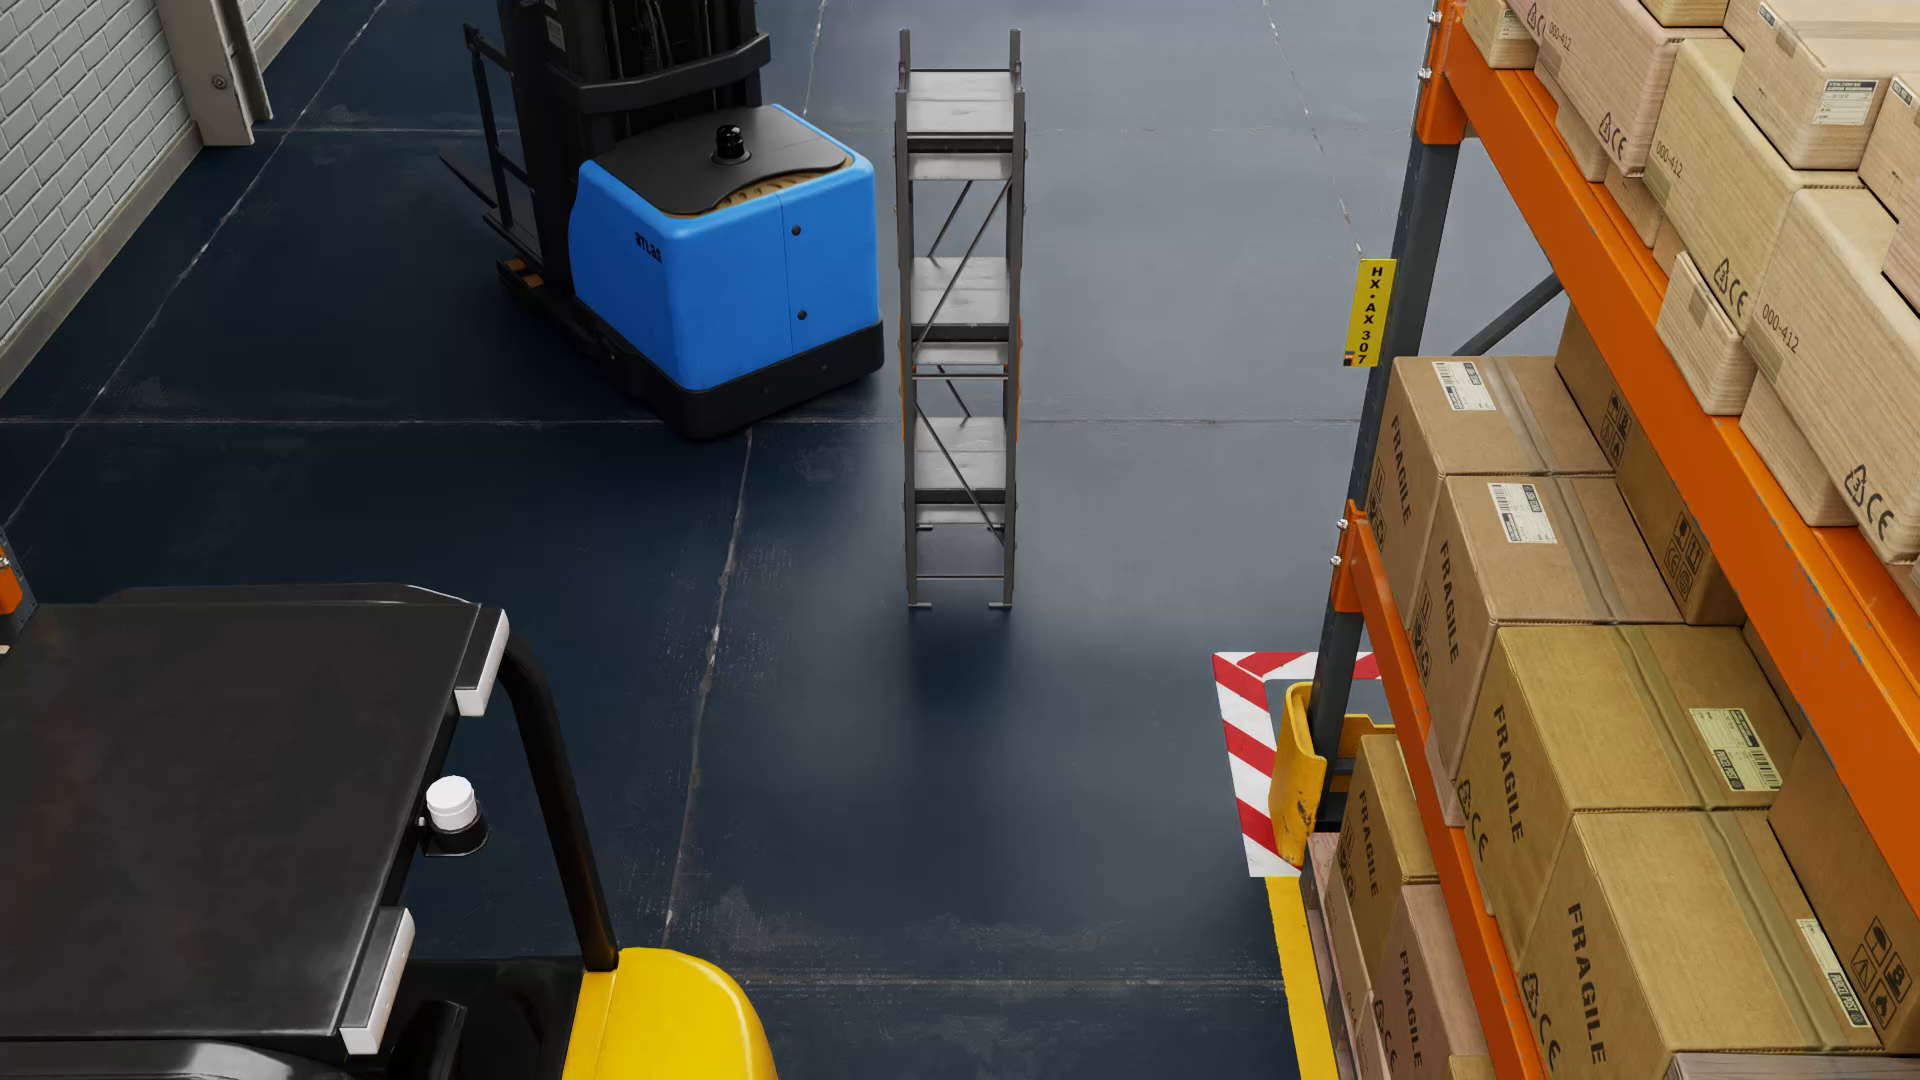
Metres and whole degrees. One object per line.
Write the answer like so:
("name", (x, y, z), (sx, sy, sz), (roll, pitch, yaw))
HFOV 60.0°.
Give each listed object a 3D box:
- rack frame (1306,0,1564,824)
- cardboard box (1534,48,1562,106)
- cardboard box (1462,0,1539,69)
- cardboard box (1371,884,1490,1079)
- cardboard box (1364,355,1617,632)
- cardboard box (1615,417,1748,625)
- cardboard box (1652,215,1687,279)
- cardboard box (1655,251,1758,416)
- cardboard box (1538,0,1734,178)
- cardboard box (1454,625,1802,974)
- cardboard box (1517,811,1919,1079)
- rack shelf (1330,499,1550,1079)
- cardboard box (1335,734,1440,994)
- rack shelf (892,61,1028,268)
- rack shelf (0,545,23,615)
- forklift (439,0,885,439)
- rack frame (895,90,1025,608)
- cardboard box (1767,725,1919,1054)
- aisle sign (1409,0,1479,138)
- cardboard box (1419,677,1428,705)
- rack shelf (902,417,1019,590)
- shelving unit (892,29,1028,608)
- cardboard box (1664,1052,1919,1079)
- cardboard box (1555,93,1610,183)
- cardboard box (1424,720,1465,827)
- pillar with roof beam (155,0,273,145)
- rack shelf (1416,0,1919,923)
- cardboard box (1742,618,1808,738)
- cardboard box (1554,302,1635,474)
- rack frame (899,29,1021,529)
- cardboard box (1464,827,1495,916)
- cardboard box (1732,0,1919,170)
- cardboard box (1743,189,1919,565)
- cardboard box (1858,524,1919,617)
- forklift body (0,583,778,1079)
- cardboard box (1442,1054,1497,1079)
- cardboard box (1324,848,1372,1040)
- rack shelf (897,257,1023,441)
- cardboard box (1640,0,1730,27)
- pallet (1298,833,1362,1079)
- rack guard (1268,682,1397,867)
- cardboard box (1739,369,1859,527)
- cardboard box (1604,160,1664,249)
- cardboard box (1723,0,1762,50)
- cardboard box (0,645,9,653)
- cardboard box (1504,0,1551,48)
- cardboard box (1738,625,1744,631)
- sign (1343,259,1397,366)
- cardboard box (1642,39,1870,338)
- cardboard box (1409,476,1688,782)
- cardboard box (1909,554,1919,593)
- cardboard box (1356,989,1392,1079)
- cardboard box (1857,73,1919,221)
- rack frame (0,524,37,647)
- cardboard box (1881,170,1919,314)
("rack frame", (1.630, -0.261, 4.677), (1.000, 3.000, 0.127), (0, 39, 0))
("cardboard box", (1.395, -0.962, 3.354), (0.380, 0.149, 0.250), (-1, 39, -1))
("cardboard box", (1.306, -1.126, 3.559), (0.380, 0.149, 0.250), (0, 39, 0))
("cardboard box", (1.360, 1.202, 4.115), (0.500, 0.500, 0.500), (-1, 39, -2))
("cardboard box", (1.353, -0.120, 4.183), (0.500, 0.500, 0.500), (-1, 39, -1))
("cardboard box", (1.842, -0.171, 3.447), (0.700, 0.500, 0.500), (0, 39, 0))
("cardboard box", (1.391, -0.475, 2.747), (0.380, 0.149, 0.250), (-1, 39, -1))
("cardboard box", (1.311, -0.318, 2.551), (0.380, 0.149, 0.250), (0, 39, 0))
("cardboard box", (1.355, -0.860, 2.908), (0.500, 0.250, 0.500), (-1, 39, -1))
("cardboard box", (1.359, 0.523, 3.381), (0.500, 0.500, 0.500), (-1, 39, -1))
("cardboard box", (1.367, 0.841, 2.985), (0.500, 0.500, 0.500), (-1, 39, -1))
("rack shelf", (1.632, 1.270, 3.342), (1.077, 0.370, 4.000), (0, 39, 0))
("cardboard box", (1.355, 0.875, 4.523), (0.500, 0.500, 0.500), (-1, 39, -2))
("rack shelf", (0.000, -1.251, 5.535), (0.431, 0.518, 0.480), (0, 39, 0))
("rack shelf", (-3.331, 1.276, 3.334), (1.077, 0.370, 4.000), (0, 39, 0))
("forklift", (-1.642, -2.449, 7.462), (1.130, 2.935, 3.031), (-26, 45, -28))
("rack frame", (0.000, -0.563, 5.774), (0.400, 2.100, 0.015), (0, 39, 0))
("cardboard box", (1.807, 0.460, 2.660), (0.700, 0.500, 0.500), (0, 39, 0))
("aisle sign", (1.320, -1.314, 3.913), (0.394, 0.787, 0.004), (0, 39, 0))
("cardboard box", (1.357, 0.373, 4.087), (0.380, 0.149, 0.250), (-1, 39, -1))
("rack shelf", (0.000, -0.159, 6.410), (0.431, 0.518, 0.480), (0, 39, 0))
("shelving unit", (0.000, -0.716, 5.964), (0.431, 2.100, 0.503), (0, 39, 0))
("cardboard box", (1.373, 1.161, 2.585), (0.500, 0.500, 0.500), (1, 39, 1))
("cardboard box", (1.361, -0.796, 3.147), (0.380, 0.149, 0.250), (1, 39, 1))
("cardboard box", (1.311, 0.532, 3.889), (0.380, 0.149, 0.250), (1, 39, 1))
("pillar with roof beam", (0.064, -5.916, 6.936), (9.100, 9.000, 0.400), (0, 39, 0))
("rack shelf", (1.632, 0.100, 2.404), (1.077, 0.370, 4.000), (0, 39, 0))
("cardboard box", (1.945, 0.148, 3.049), (0.700, 0.500, 0.500), (0, 39, -1))
("cardboard box", (1.849, -0.487, 3.842), (0.700, 0.500, 0.500), (-1, 39, -1))
("rack frame", (0.000, -0.868, 6.155), (0.400, 2.100, 0.015), (0, 39, 0))
("cardboard box", (1.345, 0.694, 3.687), (0.380, 0.149, 0.250), (1, 39, 1))
("cardboard box", (1.322, -0.633, 2.306), (0.380, 0.149, 0.250), (1, 39, 1))
("cardboard box", (1.361, -0.216, 2.105), (0.500, 0.250, 0.500), (1, 39, 1))
("cardboard box", (1.423, 0.004, 2.149), (0.380, 0.149, 0.250), (0, 39, 0))
("forklift body", (-1.507, 1.260, 3.457), (2.313, 2.155, 1.214), (0, 39, 0))
("cardboard box", (1.352, 1.515, 3.724), (0.500, 0.500, 0.500), (1, 39, 1))
("cardboard box", (1.354, 1.152, 4.776), (0.500, 0.250, 0.500), (0, 39, 0))
("rack shelf", (0.000, -0.705, 5.973), (0.431, 0.518, 0.480), (0, 39, 0))
("cardboard box", (1.307, -0.952, 2.703), (0.380, 0.149, 0.250), (0, 39, 0))
("pallet", (1.596, 1.382, 4.856), (1.003, 0.211, 1.213), (0, 39, 0))
("rack guard", (1.630, 0.762, 5.400), (1.175, 0.500, 0.348), (0, 39, 0))
("cardboard box", (1.352, -0.153, 2.345), (0.380, 0.149, 0.250), (-1, 39, -1))
("cardboard box", (1.386, -0.641, 2.954), (0.380, 0.149, 0.250), (0, 39, 0))
("cardboard box", (1.403, -0.797, 2.510), (0.380, 0.149, 0.250), (0, 39, 0))
("cardboard box", (-3.021, 0.551, 4.727), (0.500, 0.250, 0.500), (1, 39, 1))
("cardboard box", (1.364, -1.175, 3.301), (0.500, 0.250, 0.500), (-1, 39, -1))
("cardboard box", (1.902, 0.236, 3.739), (0.500, 0.500, 0.500), (0, 39, 0))
("sign", (1.087, -0.599, 4.406), (0.100, 0.325, 0.005), (0, 39, 0))
("cardboard box", (1.380, -0.537, 2.504), (0.500, 0.250, 0.500), (1, 39, 1))
("cardboard box", (1.357, 0.204, 3.779), (0.500, 0.500, 0.500), (1, 39, 1))
("cardboard box", (1.377, 0.101, 1.708), (0.500, 0.250, 0.500), (-1, 39, -1))
("cardboard box", (1.347, 1.472, 4.378), (0.500, 0.250, 0.500), (1, 39, 2))
("cardboard box", (1.397, -0.471, 2.104), (0.380, 0.149, 0.250), (1, 39, 1))
("rack frame", (-3.334, -0.255, 4.670), (1.000, 3.000, 0.127), (0, 39, 0))
("cardboard box", (1.319, -0.311, 1.904), (0.380, 0.149, 0.250), (0, 39, 1))
